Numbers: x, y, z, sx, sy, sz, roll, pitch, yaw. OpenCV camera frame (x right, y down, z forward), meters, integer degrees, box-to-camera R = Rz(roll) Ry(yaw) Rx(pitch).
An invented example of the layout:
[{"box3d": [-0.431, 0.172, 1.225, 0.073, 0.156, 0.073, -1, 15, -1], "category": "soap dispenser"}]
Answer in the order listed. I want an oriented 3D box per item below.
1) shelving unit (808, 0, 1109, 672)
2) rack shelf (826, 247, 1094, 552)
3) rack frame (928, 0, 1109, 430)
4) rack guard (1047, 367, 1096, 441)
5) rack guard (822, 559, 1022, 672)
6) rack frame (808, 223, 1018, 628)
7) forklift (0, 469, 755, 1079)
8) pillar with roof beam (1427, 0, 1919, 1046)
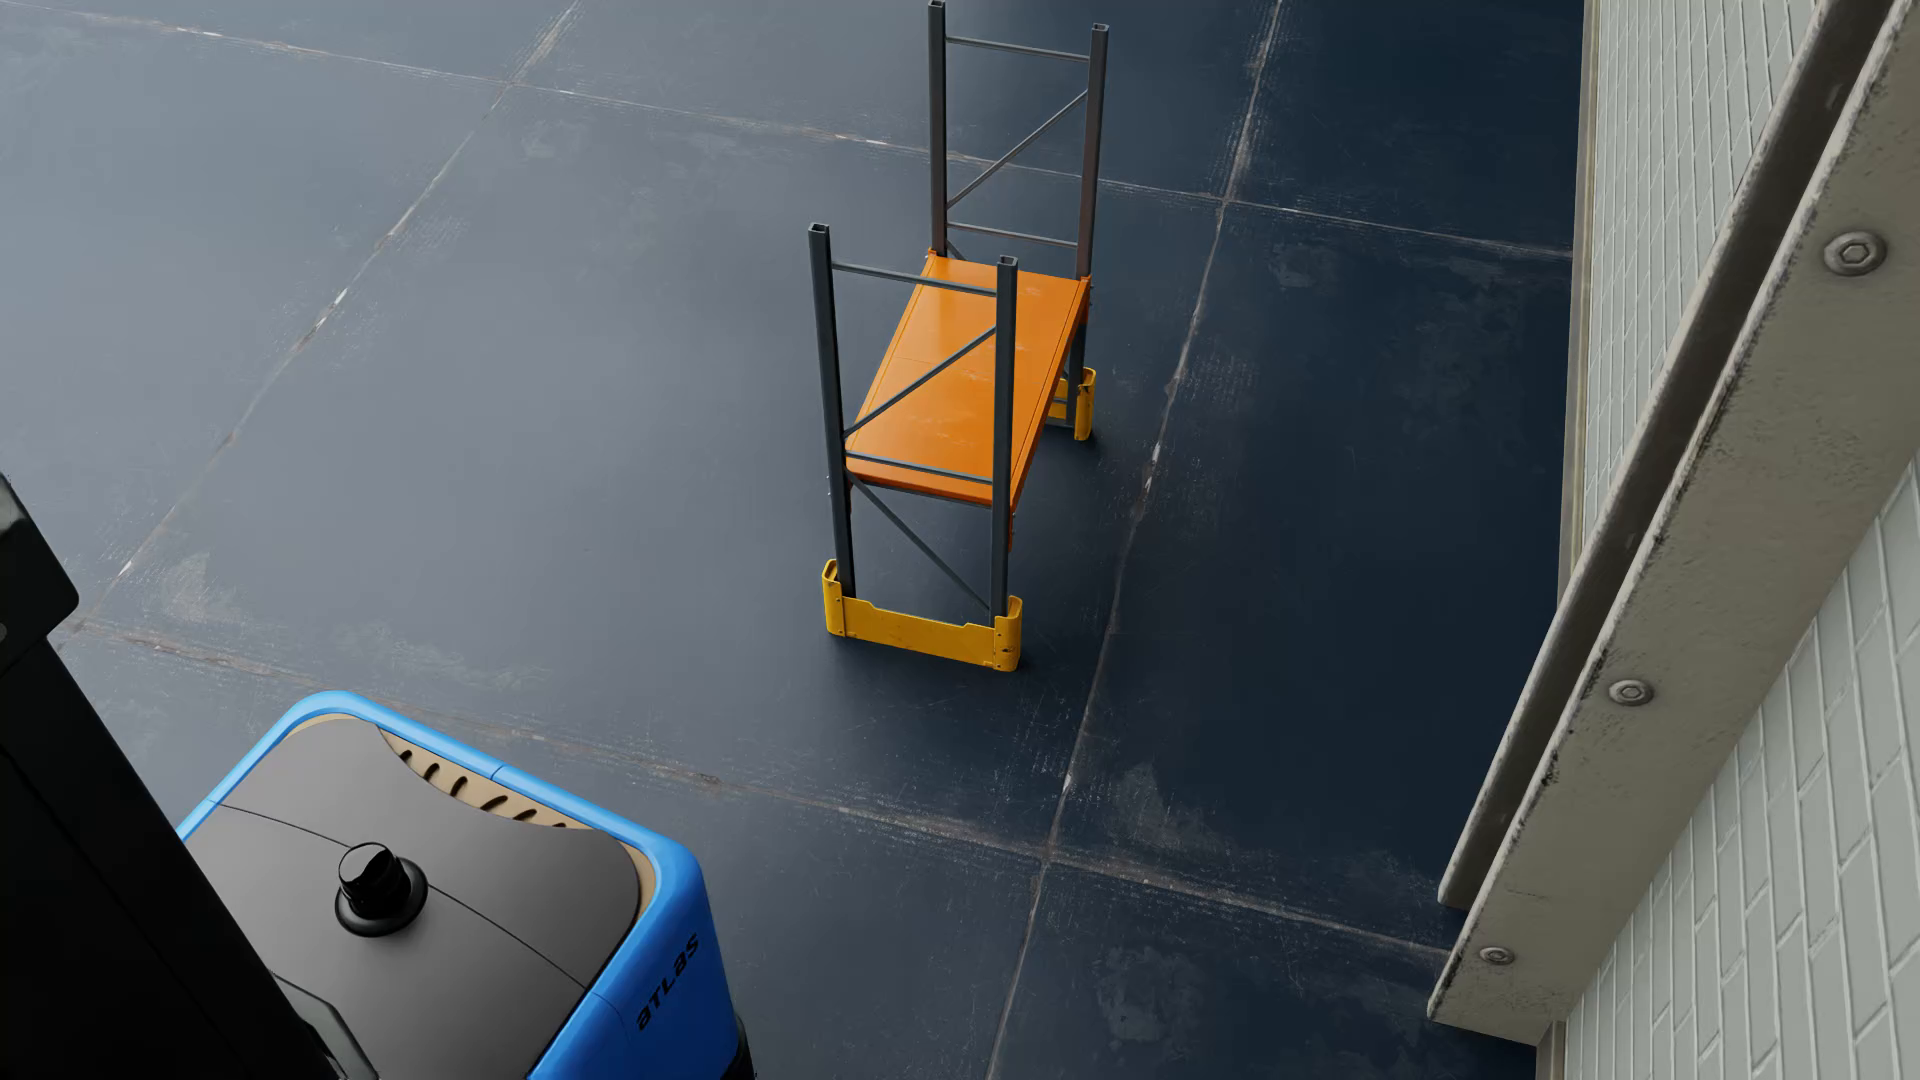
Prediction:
[{"box3d": [0.020, -0.551, 4.736, 0.587, 1.500, 1.083, 12, 50, 10], "category": "shelving unit"}, {"box3d": [0.022, -0.439, 4.877, 0.538, 0.185, 1.000, 12, 50, 10], "category": "rack shelf"}, {"box3d": [0.156, -0.926, 5.067, 0.500, 1.500, 0.032, 12, 50, 10], "category": "rack frame"}, {"box3d": [0.151, -0.498, 5.523, 0.587, 0.250, 0.087, 12, 50, 10], "category": "rack guard"}, {"box3d": [-0.111, 0.222, 4.887, 0.587, 0.250, 0.087, 12, 50, 10], "category": "rack guard"}, {"box3d": [-0.111, -0.190, 4.418, 0.500, 1.500, 0.032, 12, 50, 10], "category": "rack frame"}, {"box3d": [-1.604, 1.191, 2.244, 1.130, 2.935, 3.031, 21, 52, 17], "category": "forklift"}, {"box3d": [-2.777, -2.734, 1.661, 9.100, 9.000, 0.400, 12, 50, 10], "category": "pillar with roof beam"}]
